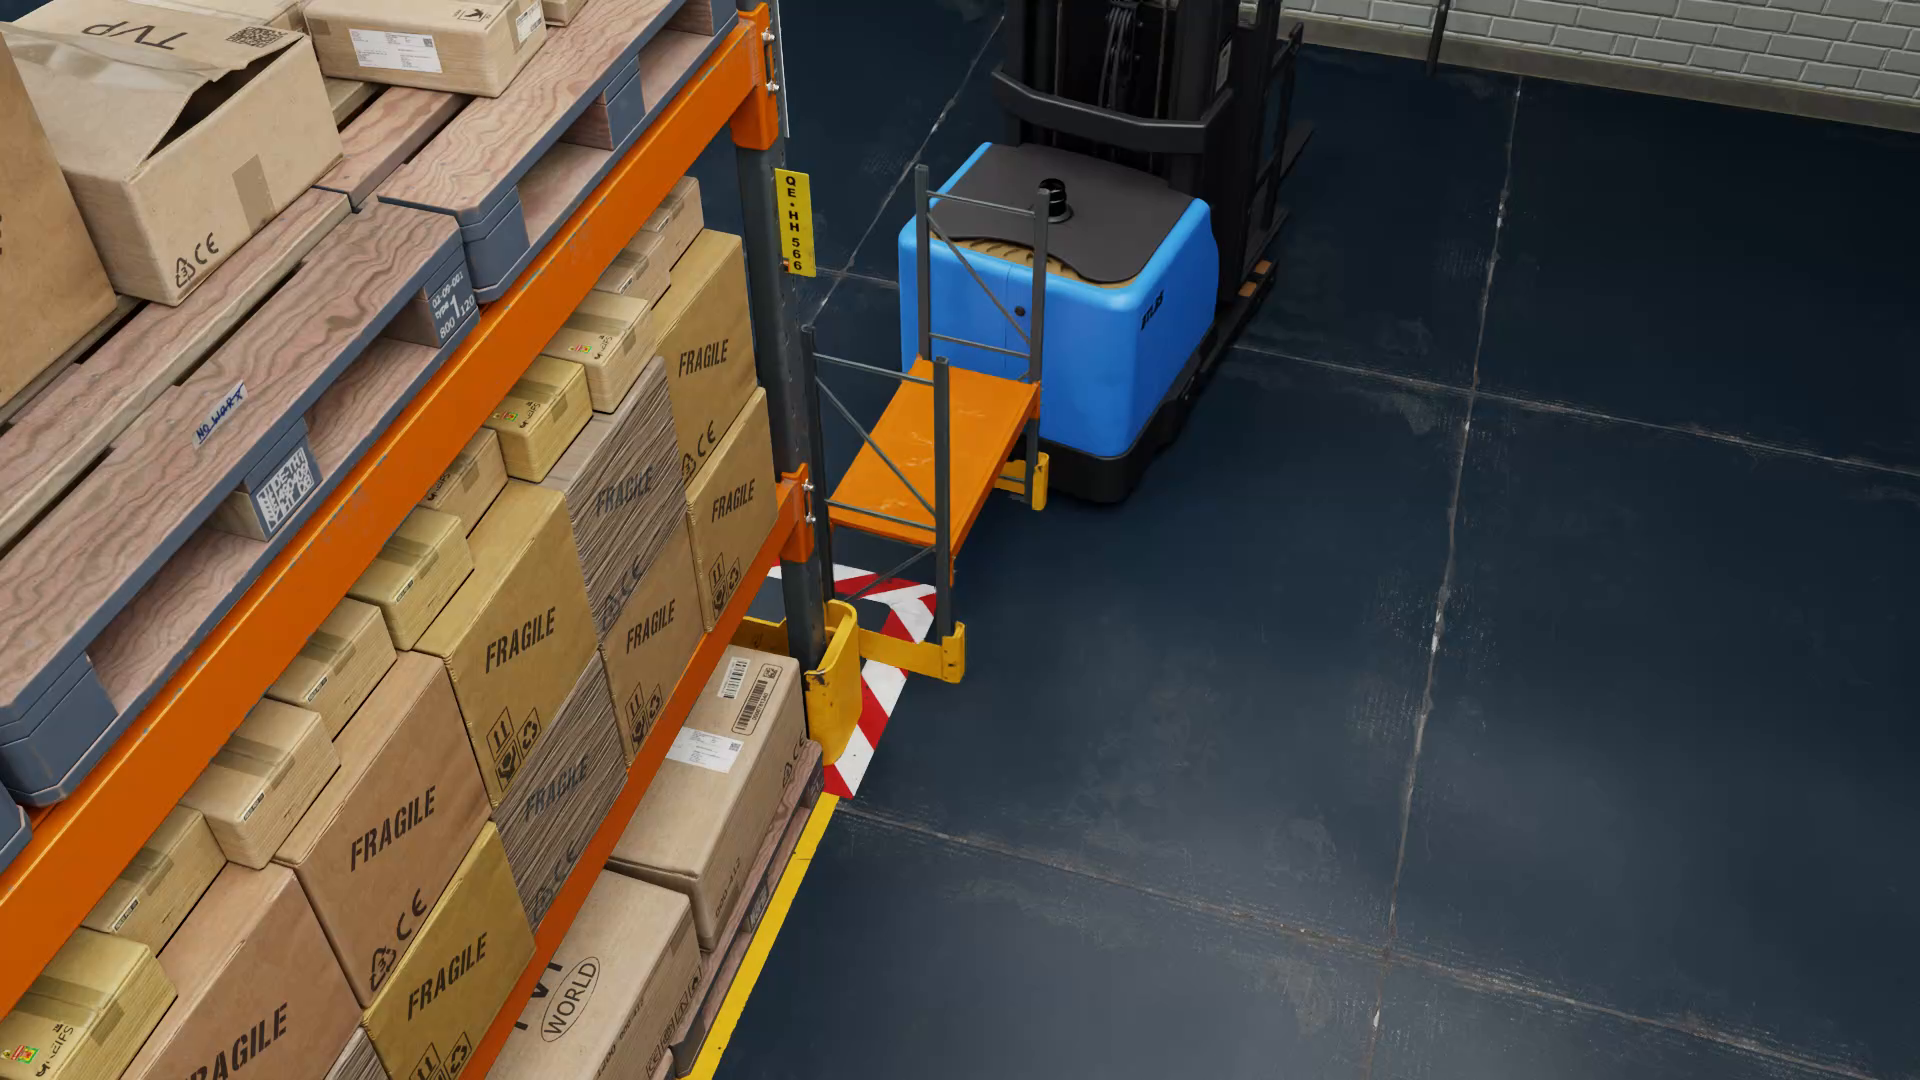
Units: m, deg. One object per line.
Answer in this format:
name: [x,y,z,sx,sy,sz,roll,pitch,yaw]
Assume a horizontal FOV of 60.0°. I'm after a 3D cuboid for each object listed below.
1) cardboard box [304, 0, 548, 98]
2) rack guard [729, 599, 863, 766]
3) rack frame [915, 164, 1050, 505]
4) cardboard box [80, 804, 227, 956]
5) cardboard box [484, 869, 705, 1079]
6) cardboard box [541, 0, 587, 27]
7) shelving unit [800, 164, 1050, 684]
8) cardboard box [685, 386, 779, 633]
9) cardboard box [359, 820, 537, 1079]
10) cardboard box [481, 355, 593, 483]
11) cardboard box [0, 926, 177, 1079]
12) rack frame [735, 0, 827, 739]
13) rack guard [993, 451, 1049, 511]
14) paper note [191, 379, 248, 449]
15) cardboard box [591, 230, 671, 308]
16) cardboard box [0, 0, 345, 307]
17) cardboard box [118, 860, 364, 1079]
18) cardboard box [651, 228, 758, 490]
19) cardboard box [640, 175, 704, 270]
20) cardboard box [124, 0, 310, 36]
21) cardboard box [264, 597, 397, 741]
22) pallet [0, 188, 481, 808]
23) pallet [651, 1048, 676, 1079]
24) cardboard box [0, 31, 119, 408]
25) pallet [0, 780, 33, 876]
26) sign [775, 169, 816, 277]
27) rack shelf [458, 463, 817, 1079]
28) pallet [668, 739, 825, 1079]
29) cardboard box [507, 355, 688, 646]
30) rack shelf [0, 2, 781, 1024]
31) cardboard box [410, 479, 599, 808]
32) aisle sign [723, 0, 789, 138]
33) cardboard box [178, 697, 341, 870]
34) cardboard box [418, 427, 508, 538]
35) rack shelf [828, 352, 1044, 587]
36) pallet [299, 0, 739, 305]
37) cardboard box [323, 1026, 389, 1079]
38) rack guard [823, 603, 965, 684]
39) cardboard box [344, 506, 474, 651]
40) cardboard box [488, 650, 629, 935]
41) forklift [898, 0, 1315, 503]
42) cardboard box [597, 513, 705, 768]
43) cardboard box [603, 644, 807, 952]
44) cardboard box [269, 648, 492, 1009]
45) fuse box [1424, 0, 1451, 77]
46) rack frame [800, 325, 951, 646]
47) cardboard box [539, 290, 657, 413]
cardboard box: [-1.059,-1.029,3.320,0.380,0.149,0.250,9,45,9]
rack guard: [-0.951,0.401,5.983,1.175,0.500,0.348,13,46,13]
rack frame: [0.078,-0.748,6.442,0.500,1.500,0.032,14,46,14]
cardboard box: [-1.487,0.548,2.796,0.380,0.149,0.250,12,46,12]
cardboard box: [-1.332,1.362,4.745,0.875,0.438,0.875,14,46,14]
cardboard box: [-1.008,-1.362,3.588,0.500,0.250,0.500,9,45,9]
shelving unit: [-0.095,-0.421,6.107,0.587,1.500,1.083,14,46,14]
cardboard box: [-0.852,-0.134,4.671,0.500,0.500,0.500,13,46,13]
cardboard box: [-1.308,0.889,3.626,0.500,0.500,0.500,14,46,14]
cardboard box: [-1.043,-0.296,3.658,0.380,0.149,0.250,14,46,13]
cardboard box: [-1.485,0.732,2.607,0.380,0.149,0.250,11,46,11]
rack frame: [-0.958,-0.476,5.092,1.000,3.000,0.127,13,46,13]
rack guard: [0.077,-0.301,6.879,0.587,0.250,0.087,14,46,14]
paper note: [-1.039,-0.176,2.338,0.006,0.032,0.123,13,46,13]
cardboard box: [-0.930,-0.645,4.015,0.380,0.149,0.250,13,46,13]
cardboard box: [-1.459,-0.715,2.883,0.500,0.311,0.500,13,46,13]
cardboard box: [-1.469,0.856,2.944,0.500,0.500,0.500,13,46,13]
cardboard box: [-0.877,-0.498,4.327,0.500,0.500,0.500,14,46,14]
cardboard box: [-0.876,-0.820,4.193,0.380,0.149,0.250,13,46,13]
cardboard box: [-1.507,-0.968,3.258,0.380,0.149,0.250,14,46,14]
cardboard box: [-1.307,0.214,3.137,0.380,0.149,0.250,14,46,14]
pallet: [-1.540,-0.204,2.733,1.003,0.211,1.213,13,46,13]
pallet: [-1.497,1.880,4.677,1.003,0.211,1.213,13,46,12]
cardboard box: [-1.711,-0.458,2.485,0.500,0.500,0.500,13,46,13]
pallet: [-1.911,0.606,1.904,1.003,0.211,1.213,13,46,13]
sign: [-0.445,-0.851,4.477,0.100,0.325,0.005,13,46,13]
rack shelf: [-1.563,1.114,3.981,1.077,0.370,4.000,13,46,13]
pallet: [-1.125,1.070,5.506,1.003,0.211,1.213,13,46,13]
cardboard box: [-1.007,-0.143,3.965,0.500,0.500,0.500,13,46,13]
rack shelf: [-1.563,0.042,2.932,1.077,0.370,4.000,13,46,13]
cardboard box: [-1.160,0.186,3.629,0.500,0.500,0.500,12,46,12]
aisle sign: [-0.641,-1.388,4.165,0.394,0.787,0.004,13,46,13]
cardboard box: [-1.347,0.398,2.948,0.380,0.149,0.250,13,46,13]
cardboard box: [-1.190,-0.137,3.495,0.380,0.149,0.250,12,46,12]
rack shelf: [-0.098,-0.286,6.227,0.538,0.185,1.000,14,46,14]
pallet: [-1.173,-1.020,3.566,1.003,0.211,1.213,13,46,13]
cardboard box: [-1.464,1.232,3.275,0.500,0.500,0.500,13,46,13]
rack guard: [-0.266,0.353,6.210,0.587,0.250,0.087,14,46,14]
cardboard box: [-1.210,0.043,3.312,0.380,0.149,0.250,14,46,13]
cardboard box: [-1.164,0.542,3.980,0.500,0.500,0.500,14,46,14]
forklift: [0.862,-2.230,6.933,1.130,2.935,3.031,20,48,19]
cardboard box: [-1.018,0.197,4.333,0.500,0.500,0.500,12,46,12]
cardboard box: [-1.062,0.750,5.370,0.875,0.438,0.875,11,45,11]
cardboard box: [-1.314,0.521,3.287,0.500,0.500,0.500,12,46,12]
fuse box: [2.685,-3.237,8.835,0.539,1.711,0.414,13,46,13]
rack frame: [-0.273,-0.081,5.760,0.500,1.500,0.032,14,46,14]
cardboard box: [-0.928,-0.455,3.821,0.380,0.149,0.250,12,46,12]
